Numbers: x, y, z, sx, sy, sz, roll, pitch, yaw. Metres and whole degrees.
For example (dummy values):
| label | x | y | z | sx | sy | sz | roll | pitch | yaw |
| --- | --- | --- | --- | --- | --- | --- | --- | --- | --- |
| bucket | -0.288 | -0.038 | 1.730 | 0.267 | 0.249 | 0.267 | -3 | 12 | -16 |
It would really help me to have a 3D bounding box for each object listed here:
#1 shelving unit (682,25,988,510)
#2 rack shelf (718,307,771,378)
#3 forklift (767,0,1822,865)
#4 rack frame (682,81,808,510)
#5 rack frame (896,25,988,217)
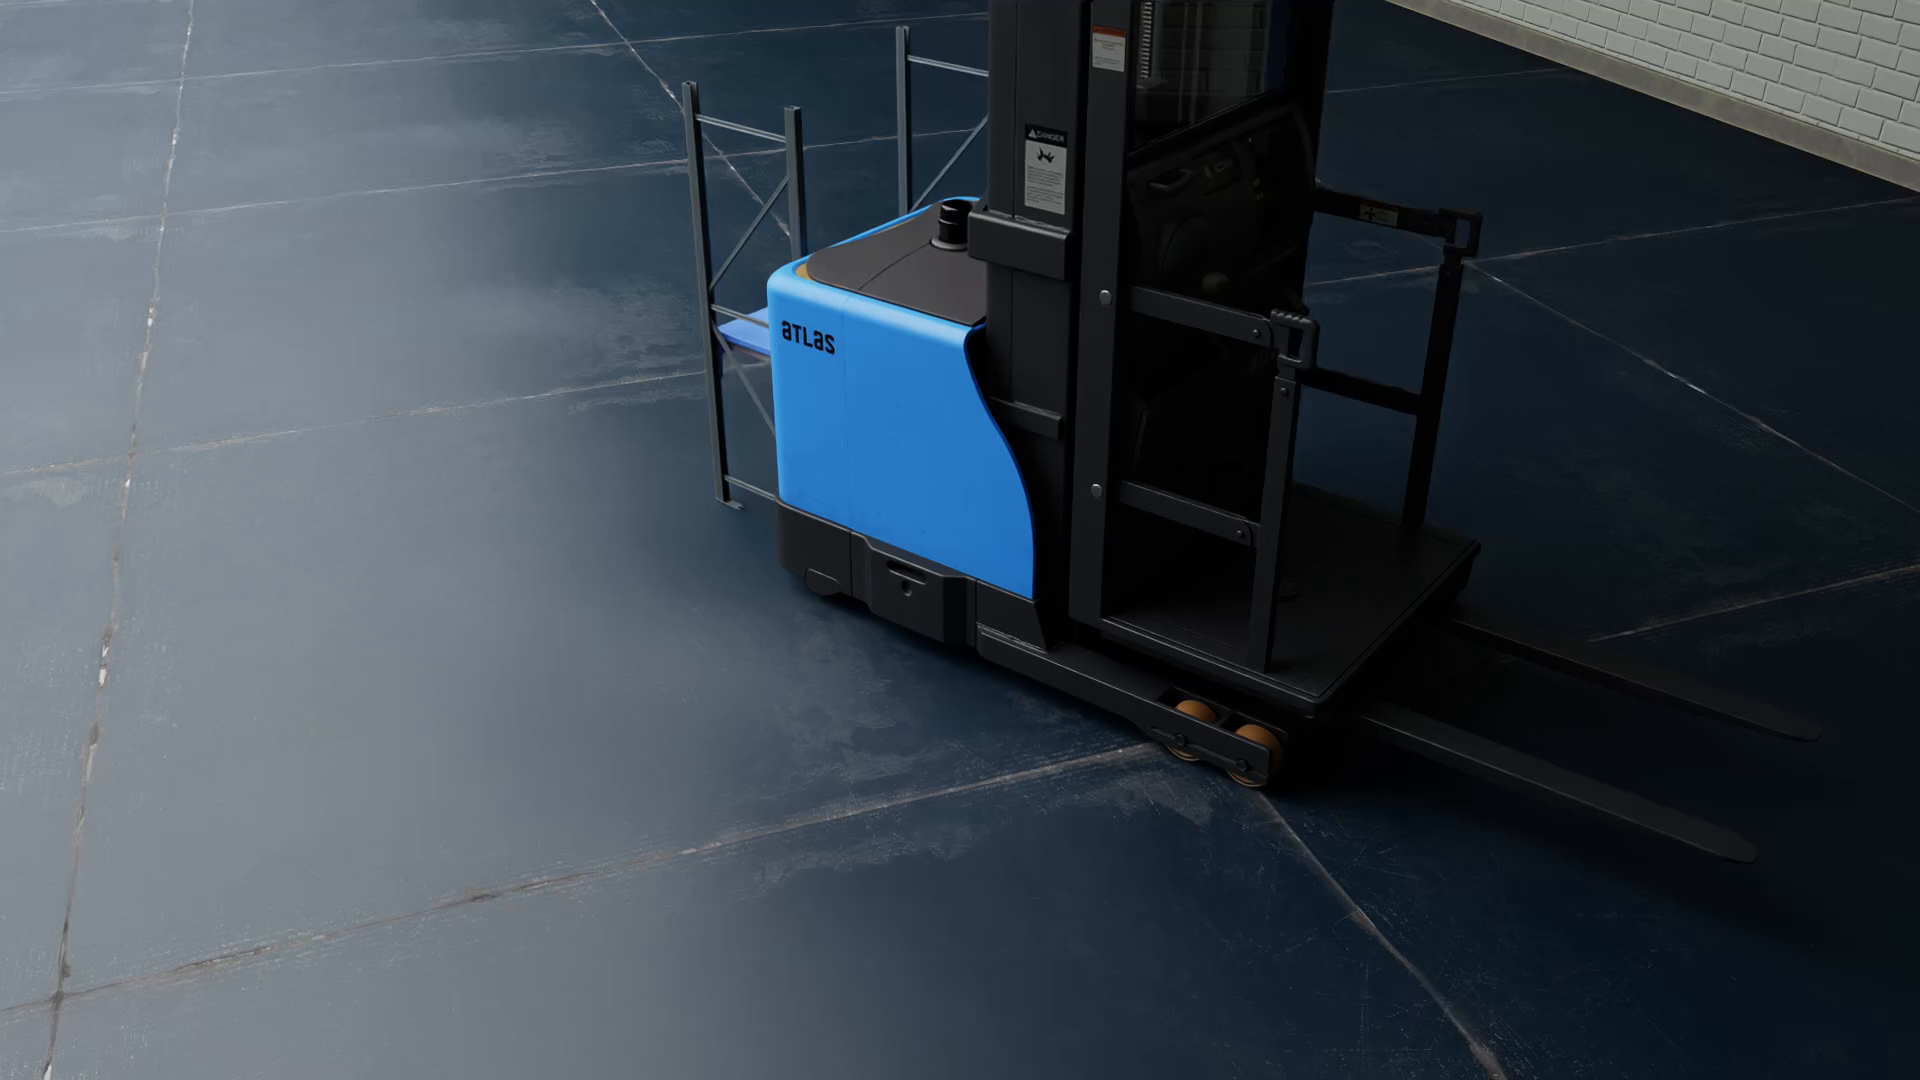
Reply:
| label | x | y | z | sx | sy | sz | roll | pitch | yaw |
| --- | --- | --- | --- | --- | --- | --- | --- | --- | --- |
| shelving unit | -0.353 | -0.913 | 5.837 | 0.538 | 1.500 | 1.048 | 22 | 37 | 34 |
| rack shelf | -0.353 | -0.757 | 5.926 | 0.538 | 0.185 | 1.000 | 22 | 37 | 34 |
| forklift | 0.880 | -0.895 | 4.361 | 3.031 | 2.935 | 1.130 | 21 | 36 | 32 |
| rack frame | -0.679 | -0.720 | 5.498 | 0.500 | 1.500 | 0.032 | 22 | 37 | 34 |
| rack frame | -0.027 | -1.106 | 6.177 | 0.500 | 1.500 | 0.032 | 22 | 37 | 34 |
